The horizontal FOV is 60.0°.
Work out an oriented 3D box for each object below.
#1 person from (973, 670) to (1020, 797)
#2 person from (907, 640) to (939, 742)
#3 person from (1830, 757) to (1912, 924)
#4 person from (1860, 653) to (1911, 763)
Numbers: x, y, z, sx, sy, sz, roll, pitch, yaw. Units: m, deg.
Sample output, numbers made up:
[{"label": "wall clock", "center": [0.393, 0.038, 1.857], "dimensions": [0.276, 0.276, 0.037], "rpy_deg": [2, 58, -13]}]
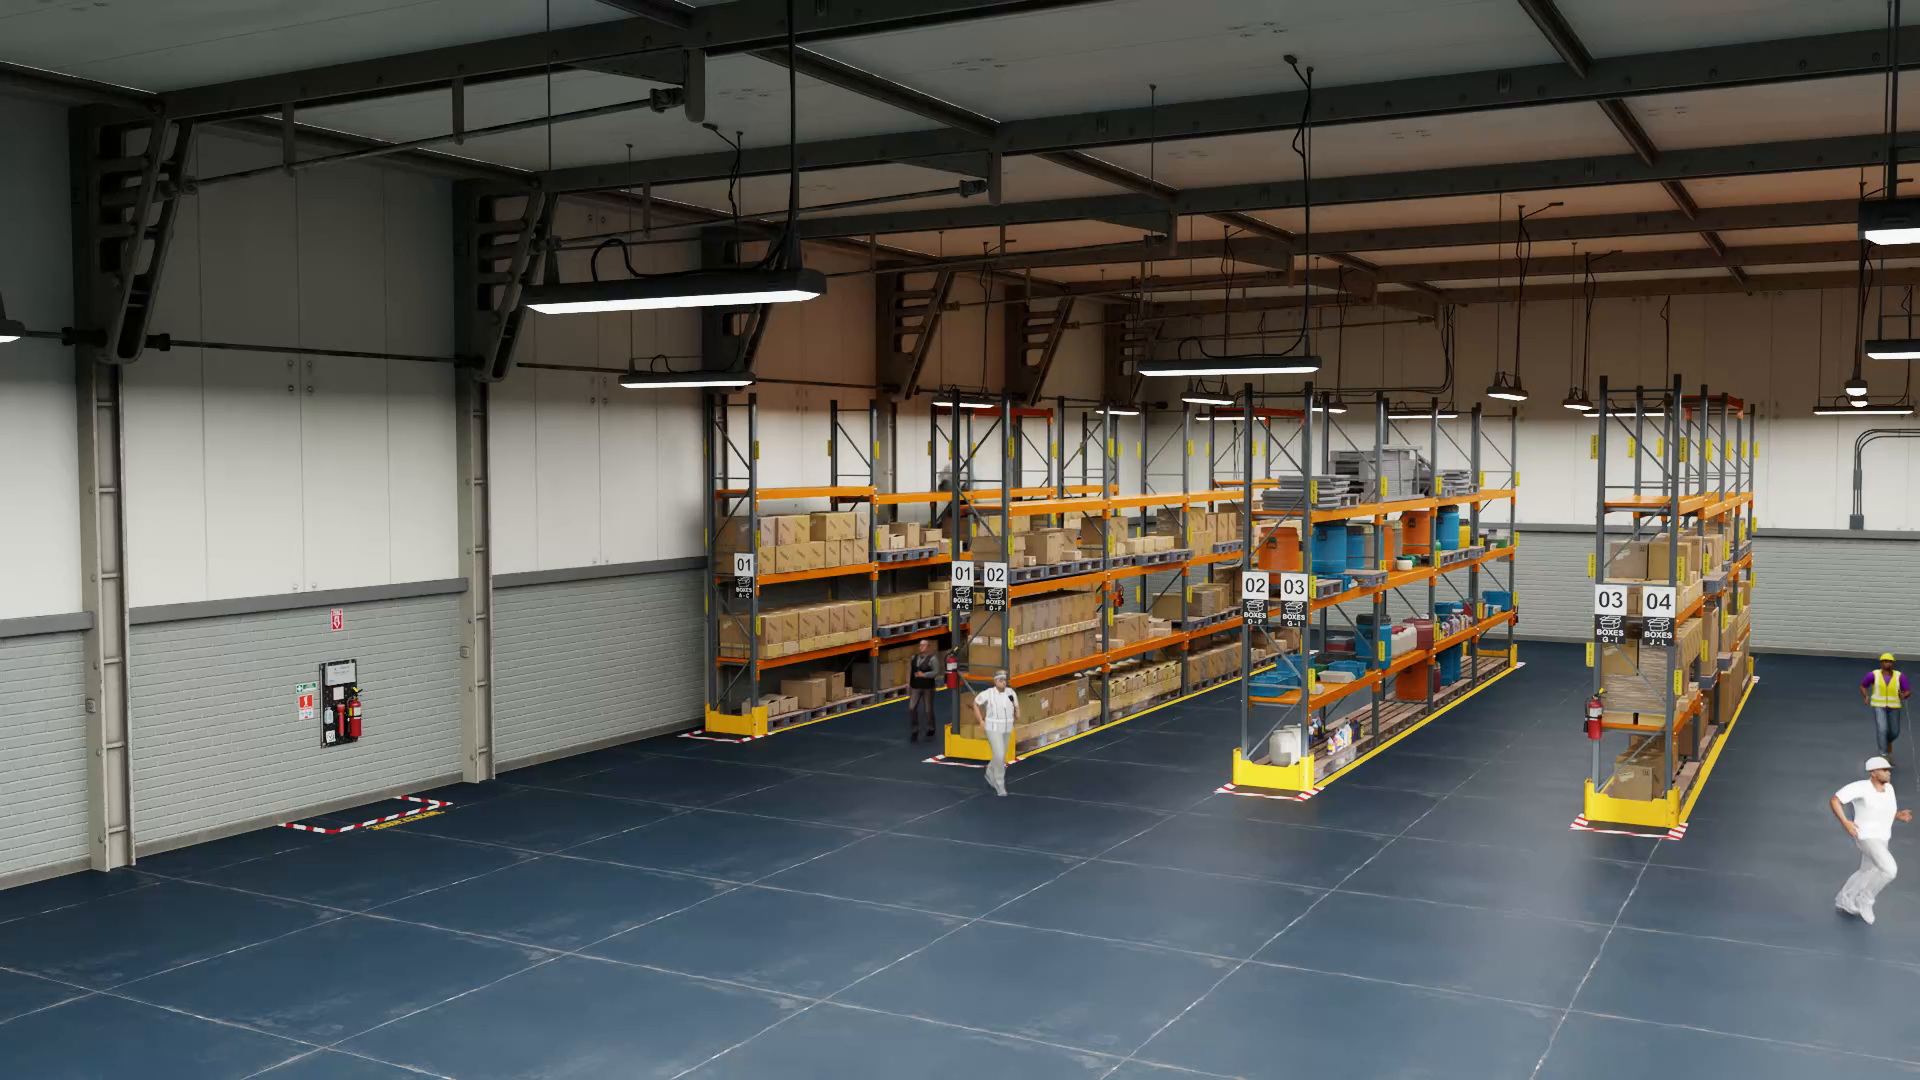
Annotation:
[{"label": "person", "center": [0.576, 2.808, 24.384], "dimensions": [0.645, 1.842, 0.816], "rpy_deg": [-2, 4, -33]}, {"label": "person", "center": [-0.644, 2.602, 28.659], "dimensions": [0.627, 1.765, 0.731], "rpy_deg": [1, 3, 20]}, {"label": "person", "center": [9.696, 3.172, 17.683], "dimensions": [0.682, 1.757, 0.741], "rpy_deg": [-2, 4, -29]}, {"label": "person", "center": [14.879, 2.690, 26.734], "dimensions": [0.714, 1.739, 0.836], "rpy_deg": [1, 3, 21]}]
